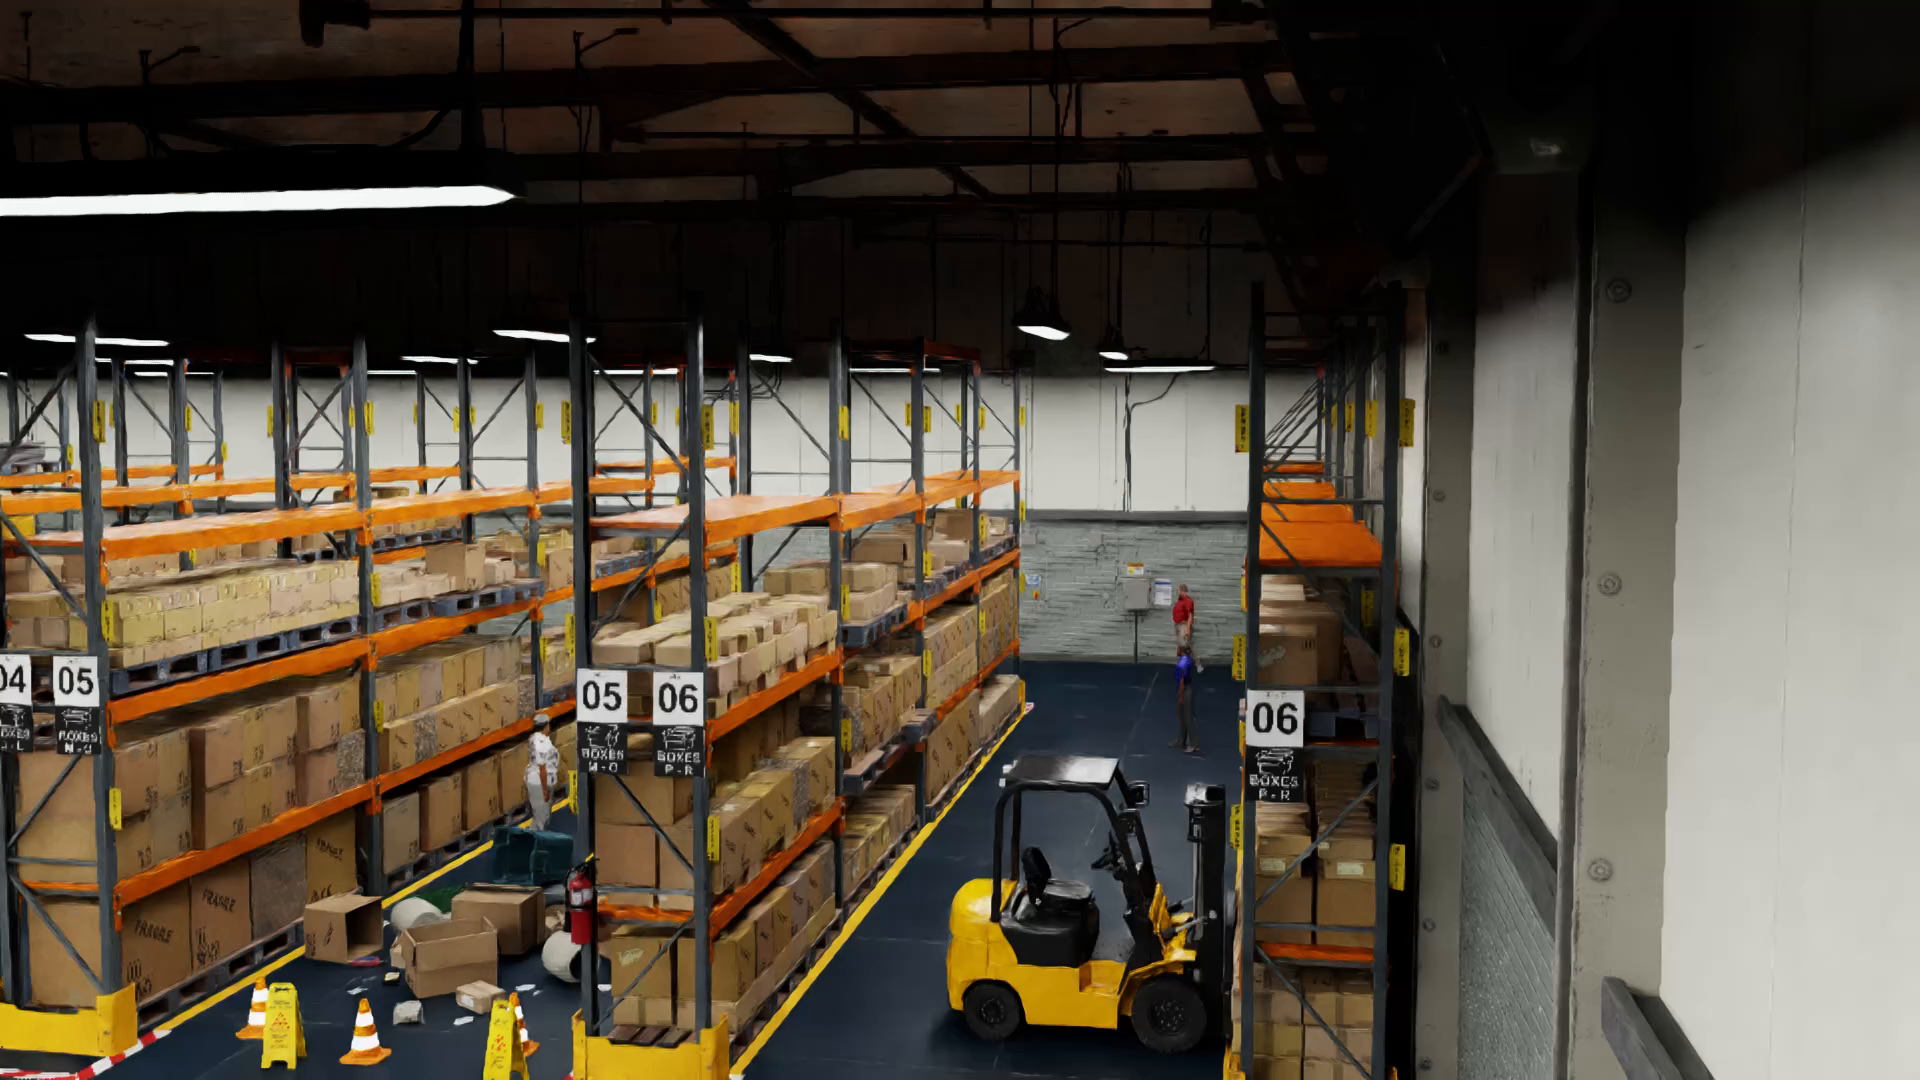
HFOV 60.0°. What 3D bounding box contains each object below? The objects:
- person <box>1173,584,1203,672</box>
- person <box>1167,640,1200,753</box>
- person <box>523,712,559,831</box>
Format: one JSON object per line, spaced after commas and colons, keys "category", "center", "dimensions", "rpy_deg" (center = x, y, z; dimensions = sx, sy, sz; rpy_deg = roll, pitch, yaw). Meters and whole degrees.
{"category": "person", "center": [4.388, 1.712, 32.141], "dimensions": [0.473, 1.718, 0.714], "rpy_deg": [-2, 5, -21]}
{"category": "person", "center": [3.368, 2.323, 24.998], "dimensions": [0.558, 1.646, 0.659], "rpy_deg": [2, 5, 19]}
{"category": "person", "center": [-4.750, 2.799, 18.988], "dimensions": [0.449, 1.671, 0.531], "rpy_deg": [-2, 5, -20]}
